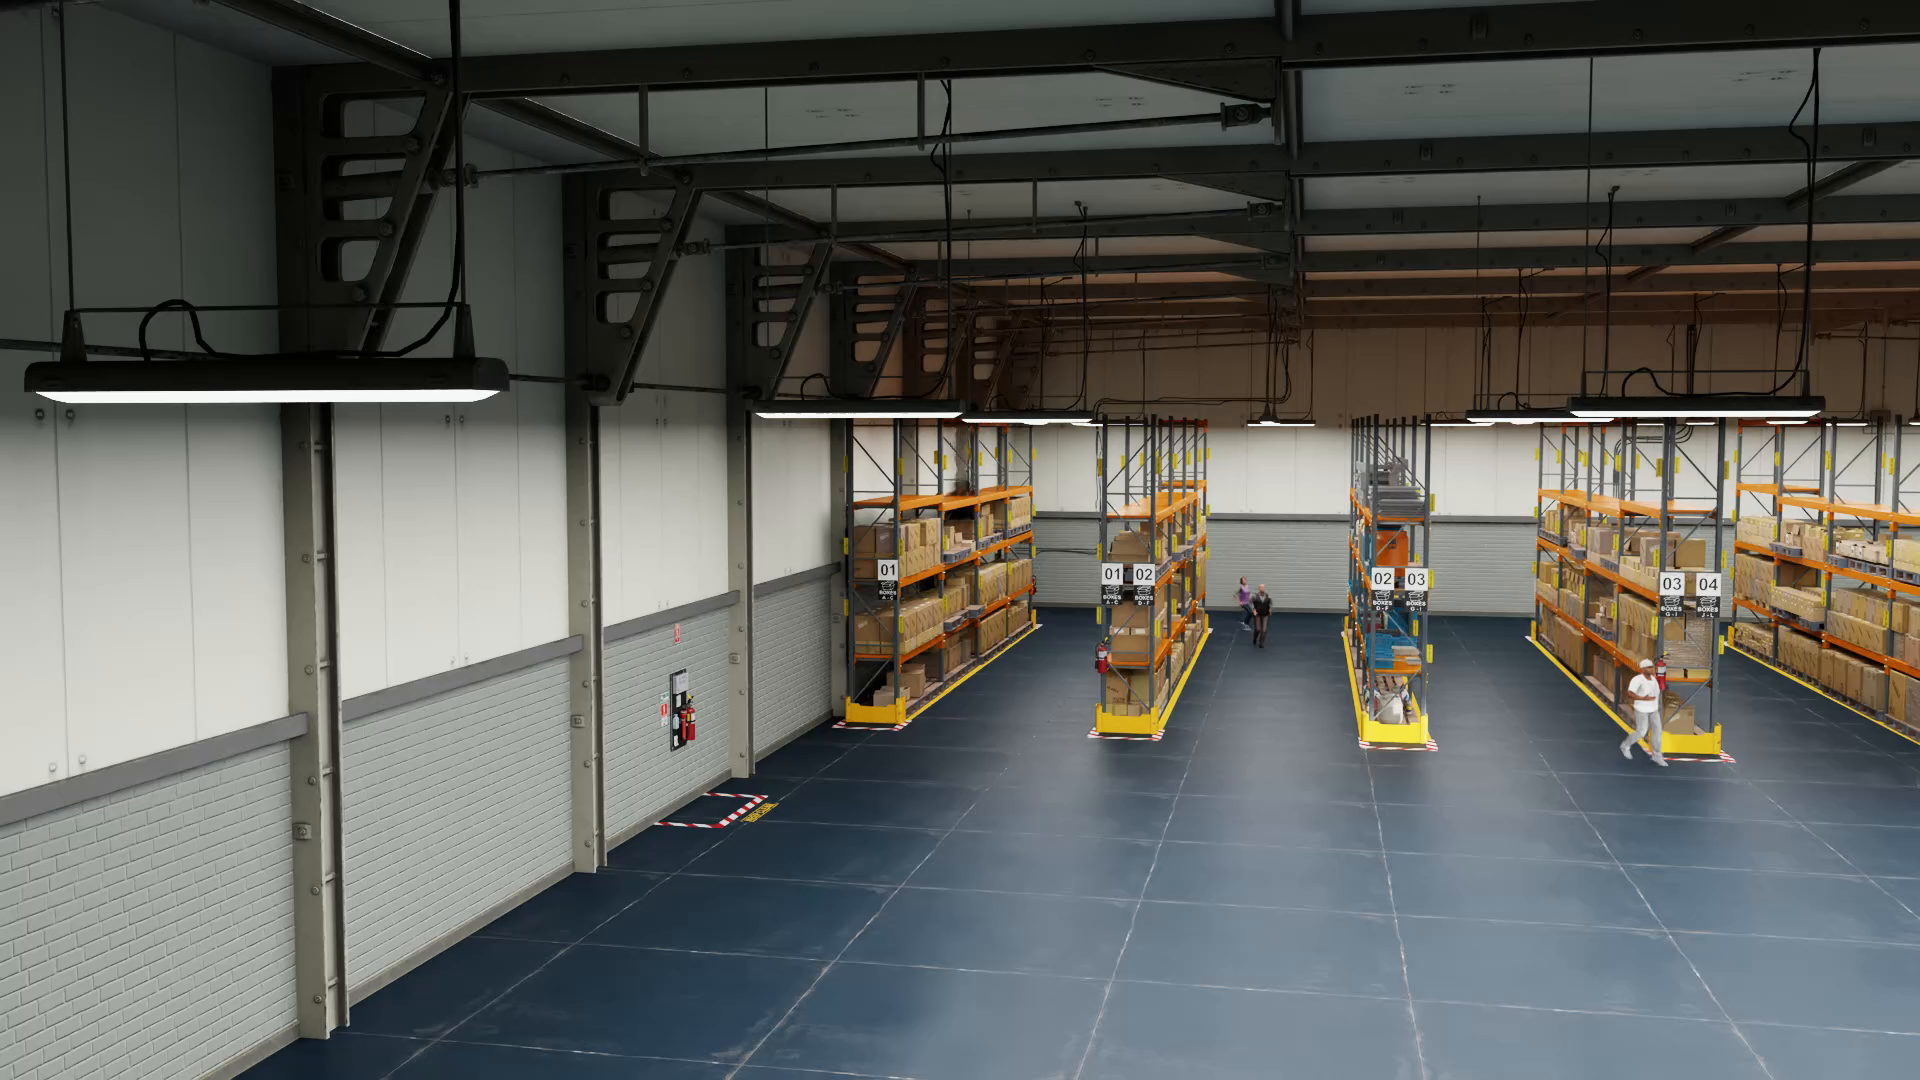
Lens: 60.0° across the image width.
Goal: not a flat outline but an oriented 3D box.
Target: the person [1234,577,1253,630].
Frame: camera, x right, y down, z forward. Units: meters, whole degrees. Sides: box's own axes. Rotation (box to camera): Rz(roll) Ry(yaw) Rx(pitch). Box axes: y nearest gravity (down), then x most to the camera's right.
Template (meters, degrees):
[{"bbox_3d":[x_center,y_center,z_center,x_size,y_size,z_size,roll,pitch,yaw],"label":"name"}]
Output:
[{"bbox_3d":[8.105,1.829,47.175,0.590,1.515,0.525,-3,5,-39],"label":"person"}]

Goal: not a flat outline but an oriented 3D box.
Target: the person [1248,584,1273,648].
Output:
[{"bbox_3d":[7.882,1.989,43.476,0.640,1.673,0.577,0,4,-3],"label":"person"}]

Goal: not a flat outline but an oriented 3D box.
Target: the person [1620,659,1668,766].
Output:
[{"bbox_3d":[11.741,2.932,28.499,0.715,1.789,0.874,-2,4,-29],"label":"person"}]
